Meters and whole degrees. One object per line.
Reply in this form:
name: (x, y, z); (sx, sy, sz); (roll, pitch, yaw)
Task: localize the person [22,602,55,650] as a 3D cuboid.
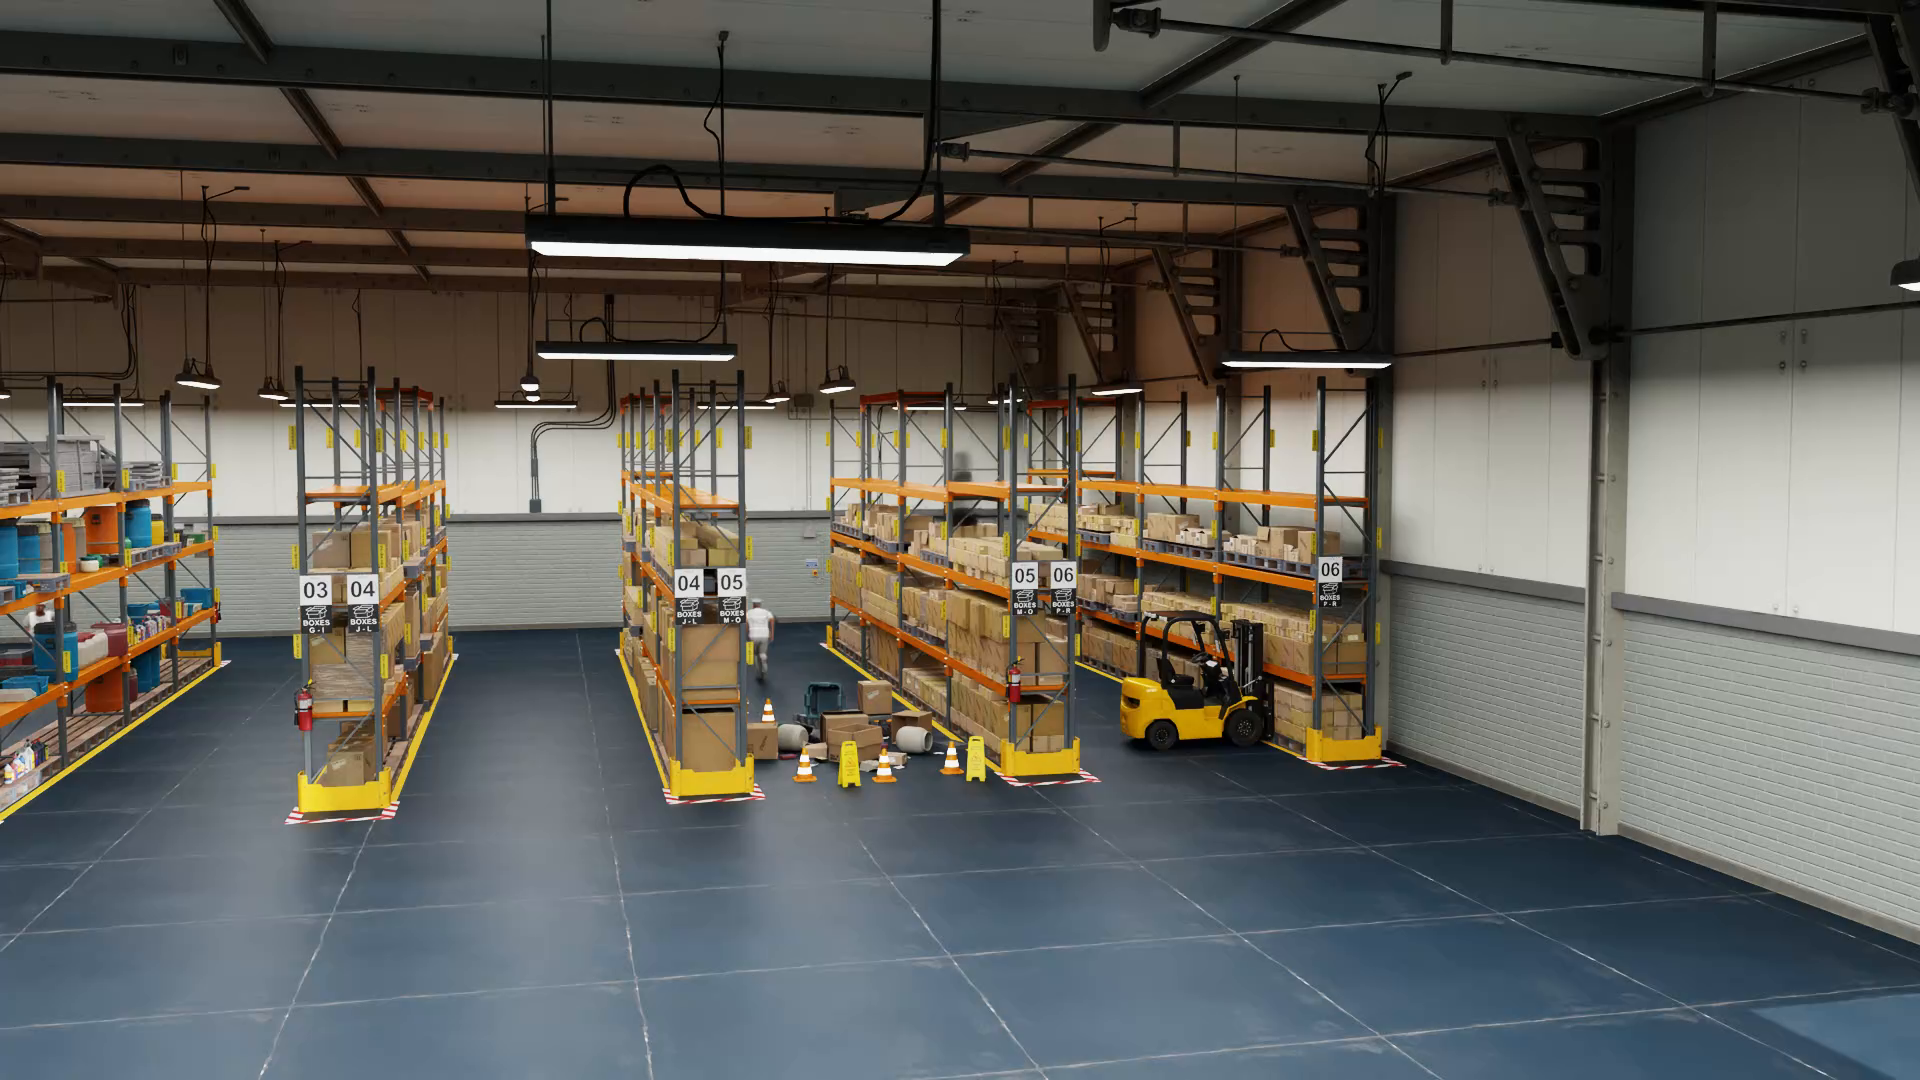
person: (-18.638, 2.099, 33.743); (0.703, 1.832, 0.850); (-1, 4, -21)

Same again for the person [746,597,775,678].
person: (-4.226, 2.093, 35.000); (0.658, 1.705, 0.775); (-1, 4, -18)
